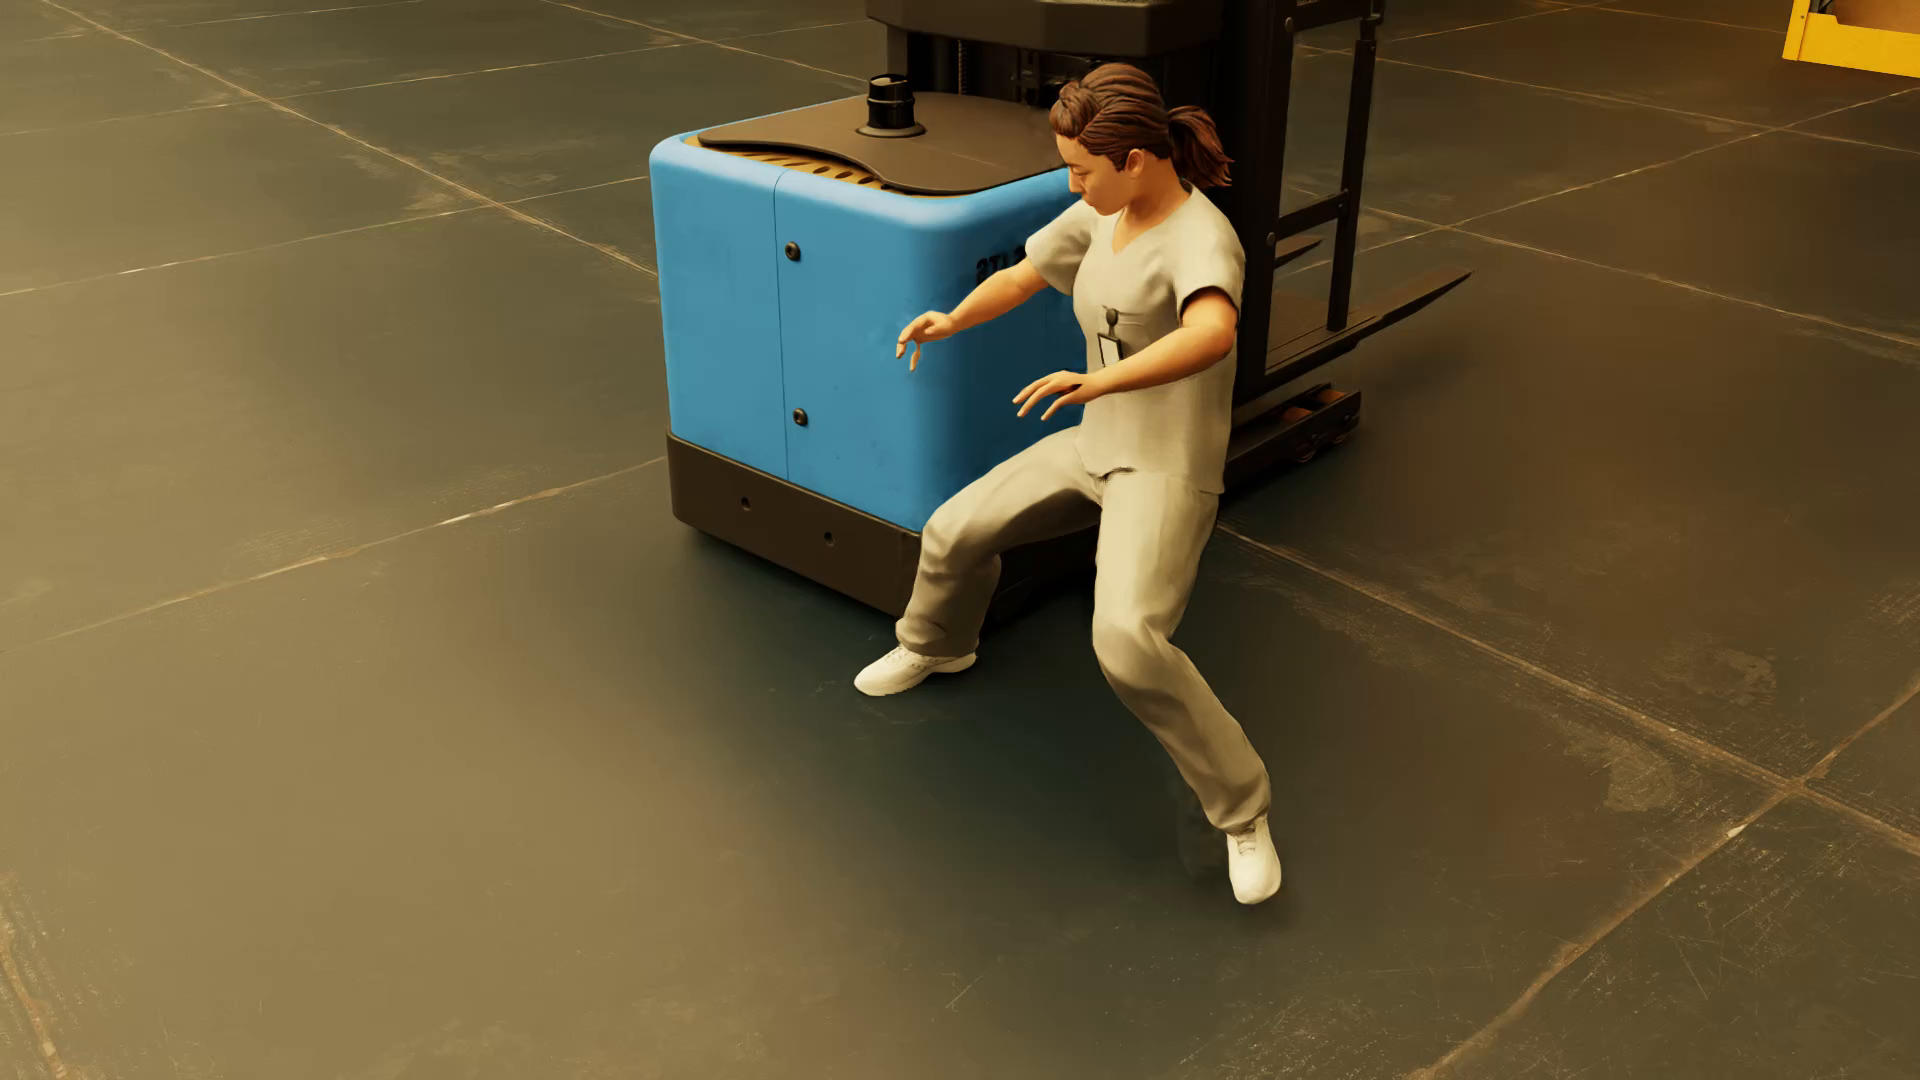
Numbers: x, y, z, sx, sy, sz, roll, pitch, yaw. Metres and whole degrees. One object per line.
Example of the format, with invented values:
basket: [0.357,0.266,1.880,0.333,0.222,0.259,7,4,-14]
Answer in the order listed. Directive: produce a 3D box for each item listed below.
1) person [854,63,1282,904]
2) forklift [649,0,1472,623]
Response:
person: [0.228,-0.149,3.168,0.620,1.465,1.158,-10,28,-19]
forklift: [0.577,-1.676,4.581,1.130,2.935,3.031,22,34,37]
